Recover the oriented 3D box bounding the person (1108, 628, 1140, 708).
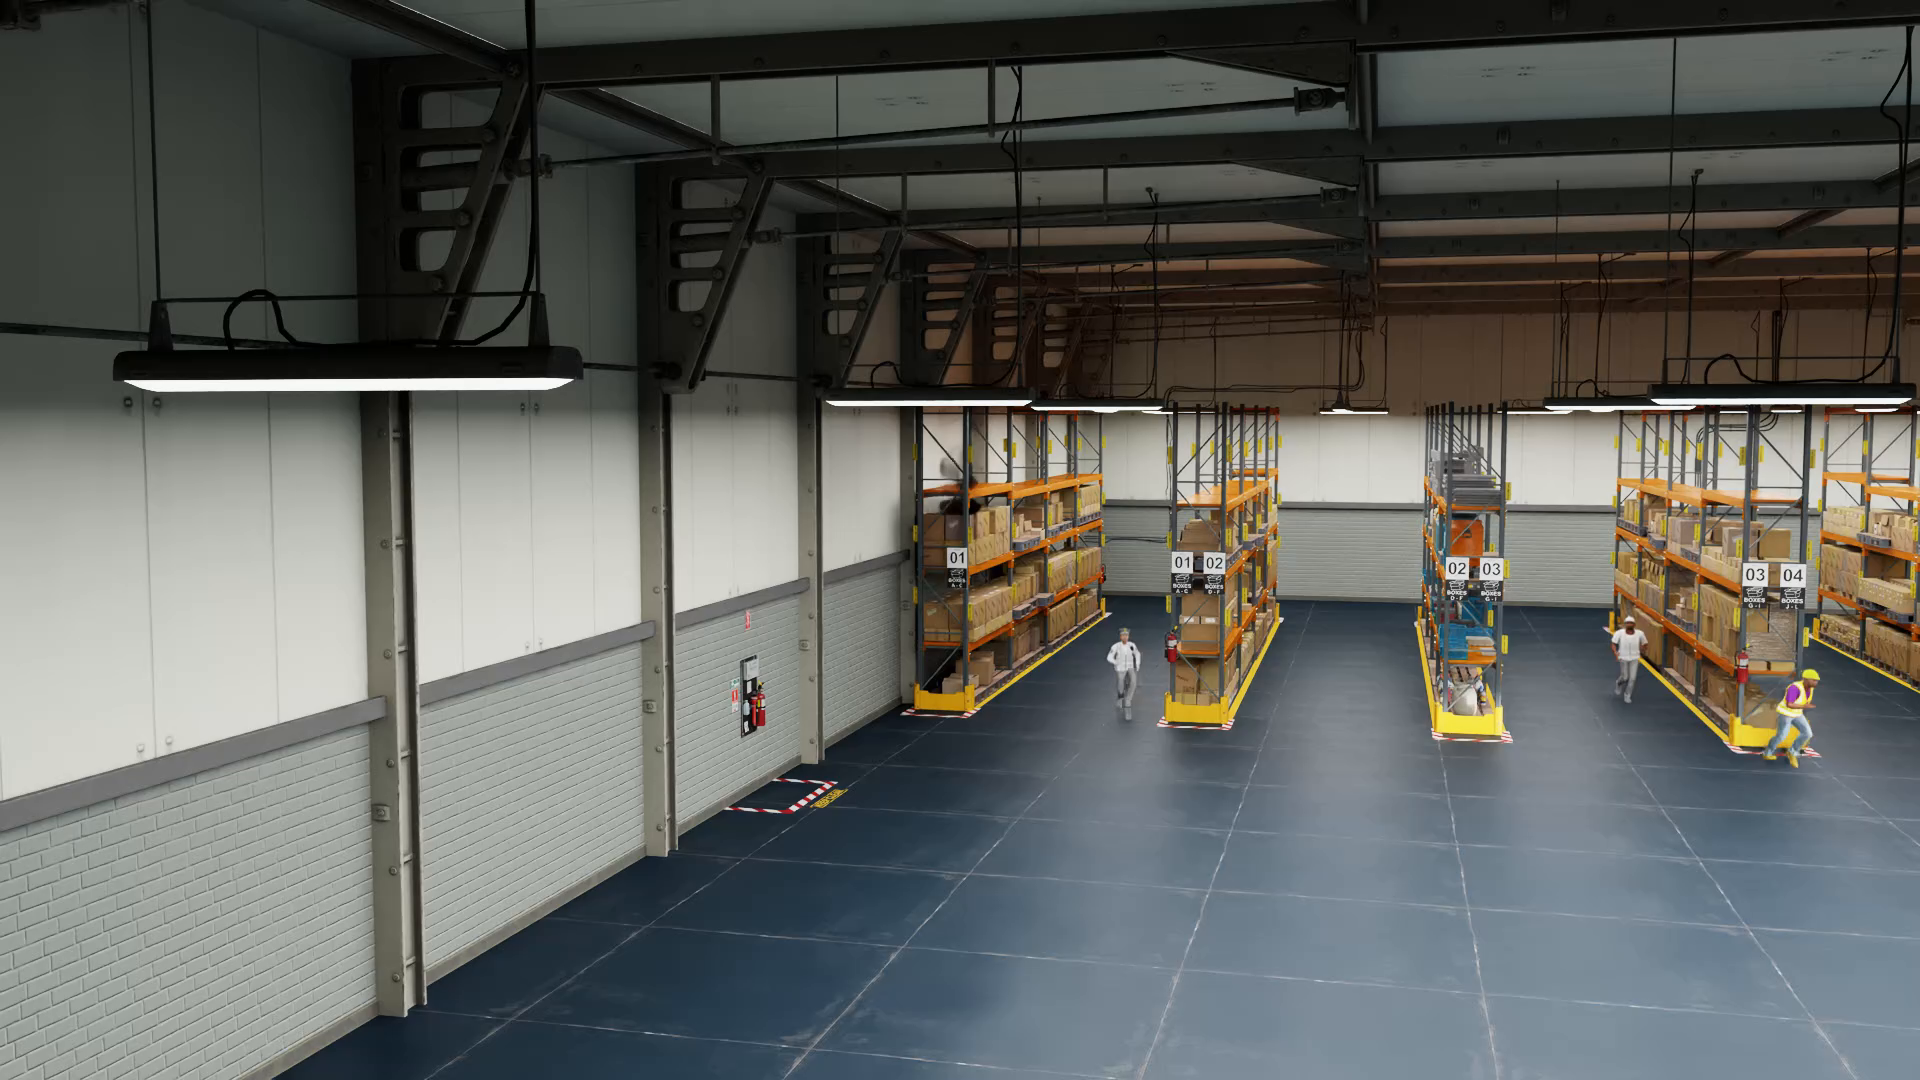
[{"bbox_3d":[3.133,2.461,31.575,0.648,1.573,0.966,0,4,-4],"label":"person"}]

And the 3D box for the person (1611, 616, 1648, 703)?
[{"bbox_3d":[13.478,2.395,33.466,0.690,1.734,0.631,1,4,15],"label":"person"}]

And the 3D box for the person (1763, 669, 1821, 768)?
[{"bbox_3d":[13.656,2.906,27.253,0.735,1.668,0.958,-2,5,-29],"label":"person"}]
